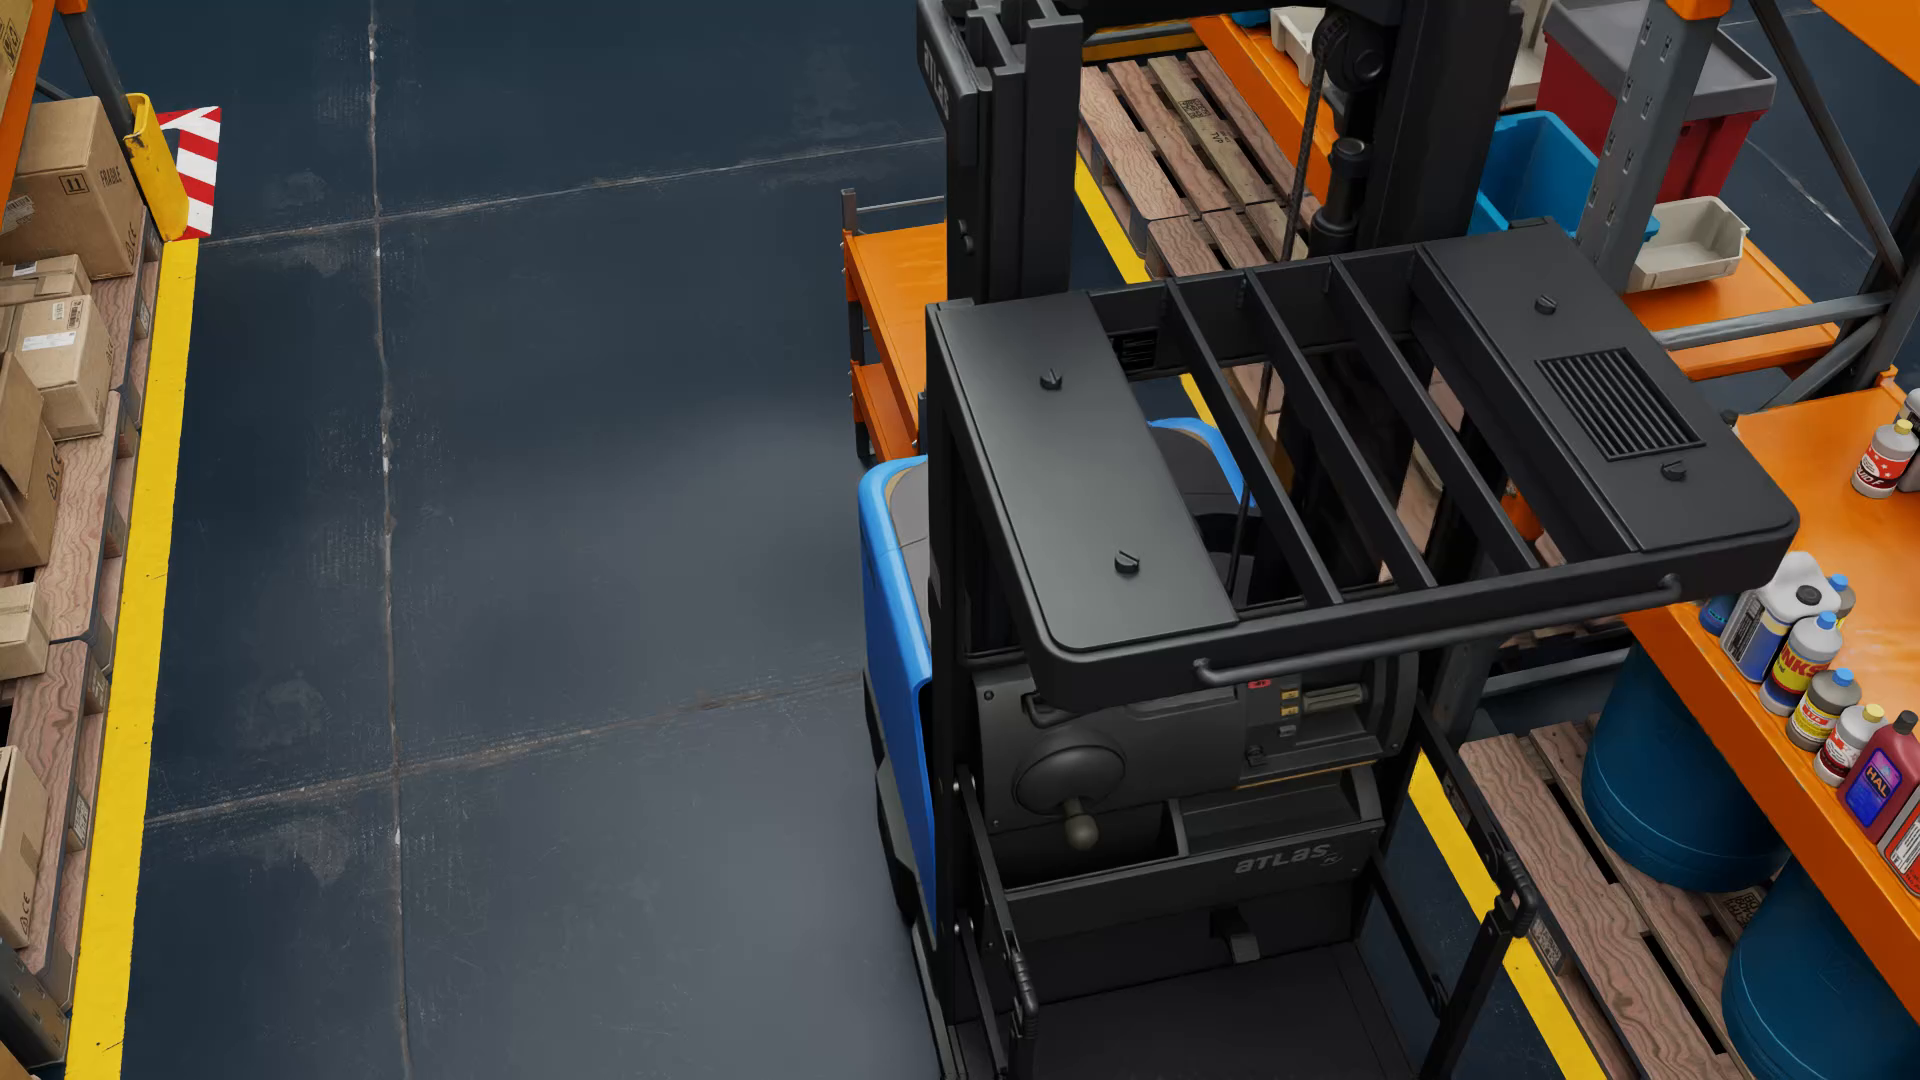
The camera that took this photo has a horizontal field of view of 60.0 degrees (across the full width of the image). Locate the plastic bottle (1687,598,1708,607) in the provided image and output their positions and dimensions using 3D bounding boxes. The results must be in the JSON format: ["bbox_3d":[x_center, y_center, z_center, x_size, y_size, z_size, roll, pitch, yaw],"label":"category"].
[{"bbox_3d":[1.691,0.048,3.742,0.097,0.201,0.097,0,46,0],"label":"plastic bottle"}]

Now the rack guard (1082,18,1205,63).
[{"bbox_3d":[0.885,-2.422,7.774,1.175,0.500,0.348,-11,47,-10],"label":"rack guard"}]

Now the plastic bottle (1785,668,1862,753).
[{"bbox_3d":[1.800,0.342,3.453,0.097,0.201,0.097,0,46,0],"label":"plastic bottle"}]

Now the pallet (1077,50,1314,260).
[{"bbox_3d":[1.078,-1.730,7.298,1.003,0.211,1.213,-11,47,-10],"label":"pallet"}]

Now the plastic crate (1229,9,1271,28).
[{"bbox_3d":[1.063,-1.898,5.585,0.416,0.233,0.300,-11,47,-10],"label":"plastic crate"}]

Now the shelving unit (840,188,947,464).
[{"bbox_3d":[-0.002,-0.398,5.353,0.538,1.125,1.048,-11,47,-10],"label":"shelving unit"}]

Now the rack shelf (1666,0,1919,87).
[{"bbox_3d":[2.440,0.062,1.993,1.077,0.370,4.000,-11,47,-10],"label":"rack shelf"}]

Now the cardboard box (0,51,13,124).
[{"bbox_3d":[-3.249,-1.452,5.003,0.500,0.500,0.500,-10,46,-10],"label":"cardboard box"}]

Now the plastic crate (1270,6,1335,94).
[{"bbox_3d":[1.192,-1.597,5.358,0.293,0.136,0.466,-11,47,-10],"label":"plastic crate"}]

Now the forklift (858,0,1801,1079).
[{"bbox_3d":[0.540,0.471,3.237,1.130,2.935,3.031,-9,46,-9],"label":"forklift"}]

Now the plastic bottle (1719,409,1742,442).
[{"bbox_3d":[1.715,-0.174,3.855,0.144,0.351,0.185,-11,47,-10],"label":"plastic bottle"}]

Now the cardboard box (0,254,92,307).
[{"bbox_3d":[-3.491,-0.916,6.223,0.380,0.166,0.250,-11,47,-10],"label":"cardboard box"}]

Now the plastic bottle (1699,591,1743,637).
[{"bbox_3d":[1.716,0.091,3.651,0.097,0.271,0.097,0,46,0],"label":"plastic bottle"}]

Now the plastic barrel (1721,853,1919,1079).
[{"bbox_3d":[2.232,0.934,3.910,0.600,0.901,0.708,-11,47,-10],"label":"plastic barrel"}]

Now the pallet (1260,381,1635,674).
[{"bbox_3d":[1.702,-0.046,5.647,1.003,0.211,1.213,-11,47,-10],"label":"pallet"}]

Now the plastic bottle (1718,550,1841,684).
[{"bbox_3d":[1.772,0.164,3.576,0.152,0.276,0.135,-11,47,-10],"label":"plastic bottle"}]

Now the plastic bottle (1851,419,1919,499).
[{"bbox_3d":[2.225,-0.203,3.988,0.097,0.201,0.097,0,46,0],"label":"plastic bottle"}]

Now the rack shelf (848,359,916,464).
[{"bbox_3d":[-0.002,-0.227,5.527,0.538,0.278,1.000,-11,47,-10],"label":"rack shelf"}]

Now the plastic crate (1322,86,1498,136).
[{"bbox_3d":[1.382,-1.170,4.947,0.437,0.125,0.590,-11,47,-10],"label":"plastic crate"}]

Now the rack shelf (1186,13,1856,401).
[{"bbox_3d":[1.416,-1.650,5.771,1.077,0.370,4.000,-11,47,-10],"label":"rack shelf"}]

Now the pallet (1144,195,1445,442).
[{"bbox_3d":[1.386,-0.890,6.474,1.003,0.211,1.213,-11,47,-10],"label":"pallet"}]

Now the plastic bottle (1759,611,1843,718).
[{"bbox_3d":[1.775,0.251,3.494,0.097,0.271,0.097,0,46,0],"label":"plastic bottle"}]

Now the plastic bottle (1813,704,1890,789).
[{"bbox_3d":[1.825,0.410,3.387,0.097,0.201,0.097,0,46,0],"label":"plastic bottle"}]

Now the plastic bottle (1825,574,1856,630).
[{"bbox_3d":[1.888,0.155,3.637,0.097,0.201,0.097,0,46,0],"label":"plastic bottle"}]

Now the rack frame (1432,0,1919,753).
[{"bbox_3d":[1.928,-0.521,4.161,1.000,3.000,0.127,-11,47,-10],"label":"rack frame"}]

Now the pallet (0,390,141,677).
[{"bbox_3d":[-3.352,0.040,5.563,1.003,0.211,1.213,-11,47,-10],"label":"pallet"}]

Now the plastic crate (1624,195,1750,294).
[{"bbox_3d":[1.947,-0.797,4.574,0.396,0.136,0.243,-11,47,-10],"label":"plastic crate"}]

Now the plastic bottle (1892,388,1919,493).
[{"bbox_3d":[2.341,-0.265,3.996,0.152,0.276,0.135,-11,47,-10],"label":"plastic bottle"}]

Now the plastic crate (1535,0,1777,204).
[{"bbox_3d":[1.942,-1.227,4.765,0.402,0.464,0.583,-11,47,-10],"label":"plastic crate"}]

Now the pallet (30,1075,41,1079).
[{"bbox_3d":[-2.617,1.913,3.728,1.003,0.211,1.213,-11,47,-10],"label":"pallet"}]

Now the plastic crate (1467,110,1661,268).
[{"bbox_3d":[1.479,-0.797,4.400,0.392,0.384,0.575,-11,47,-10],"label":"plastic crate"}]

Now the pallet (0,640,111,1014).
[{"bbox_3d":[-3.036,0.884,4.736,1.003,0.211,1.213,-11,47,-10],"label":"pallet"}]

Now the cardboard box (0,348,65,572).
[{"bbox_3d":[-3.347,-0.194,5.280,0.797,0.503,0.637,-11,47,-10],"label":"cardboard box"}]

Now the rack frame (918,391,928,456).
[{"bbox_3d":[0.128,-0.047,5.009,0.500,1.125,0.032,-11,47,-10],"label":"rack frame"}]

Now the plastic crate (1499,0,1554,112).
[{"bbox_3d":[1.715,-1.589,5.248,0.437,0.282,0.530,-11,47,-10],"label":"plastic crate"}]

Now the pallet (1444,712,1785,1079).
[{"bbox_3d":[2.085,0.995,4.627,1.003,0.211,1.213,-11,47,-10],"label":"pallet"}]

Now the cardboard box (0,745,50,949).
[{"bbox_3d":[-2.760,0.840,4.401,0.500,0.311,0.500,-11,47,-10],"label":"cardboard box"}]

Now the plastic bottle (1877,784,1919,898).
[{"bbox_3d":[1.915,0.551,3.197,0.152,0.276,0.135,-11,47,-10],"label":"plastic bottle"}]

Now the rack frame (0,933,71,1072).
[{"bbox_3d":[-2.861,0.382,3.276,1.000,3.000,0.127,-11,47,-10],"label":"rack frame"}]

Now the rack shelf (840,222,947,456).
[{"bbox_3d":[-0.002,-0.603,5.144,0.538,0.278,1.000,-11,47,-10],"label":"rack shelf"}]

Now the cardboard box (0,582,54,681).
[{"bbox_3d":[-2.991,0.295,5.037,0.380,0.166,0.250,-11,47,-10],"label":"cardboard box"}]

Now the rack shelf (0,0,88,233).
[{"bbox_3d":[-3.373,-0.747,4.886,1.077,0.370,4.000,-11,47,-10],"label":"rack shelf"}]

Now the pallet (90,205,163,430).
[{"bbox_3d":[-3.661,-0.801,6.387,1.003,0.211,1.213,-11,47,-10],"label":"pallet"}]

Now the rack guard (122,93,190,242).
[{"bbox_3d":[-3.866,-1.452,6.823,1.175,0.500,0.348,-11,47,-10],"label":"rack guard"}]

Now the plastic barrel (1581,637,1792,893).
[{"bbox_3d":[2.051,0.445,4.389,0.600,0.901,0.708,-11,47,-10],"label":"plastic barrel"}]

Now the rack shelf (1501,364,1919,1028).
[{"bbox_3d":[2.440,1.111,3.064,1.077,0.370,4.000,-11,47,-10],"label":"rack shelf"}]

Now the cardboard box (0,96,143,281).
[{"bbox_3d":[-3.508,-1.328,6.394,0.500,0.500,0.500,-11,47,-10],"label":"cardboard box"}]

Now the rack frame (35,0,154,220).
[{"bbox_3d":[-3.885,-2.380,5.982,1.000,3.000,0.127,-11,47,-10],"label":"rack frame"}]

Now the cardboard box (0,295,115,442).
[{"bbox_3d":[-3.294,-0.580,5.835,0.500,0.250,0.500,-11,47,-10],"label":"cardboard box"}]

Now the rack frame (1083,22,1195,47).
[{"bbox_3d":[0.904,-3.283,6.867,1.000,3.000,0.127,-11,47,-10],"label":"rack frame"}]

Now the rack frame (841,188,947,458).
[{"bbox_3d":[-0.132,-0.749,5.697,0.500,1.125,0.032,-11,47,-10],"label":"rack frame"}]

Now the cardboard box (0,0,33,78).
[{"bbox_3d":[-3.371,-1.798,5.342,0.500,0.500,0.500,-10,46,-10],"label":"cardboard box"}]

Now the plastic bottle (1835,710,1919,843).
[{"bbox_3d":[1.837,0.464,3.277,0.061,0.283,0.133,-11,47,-10],"label":"plastic bottle"}]
